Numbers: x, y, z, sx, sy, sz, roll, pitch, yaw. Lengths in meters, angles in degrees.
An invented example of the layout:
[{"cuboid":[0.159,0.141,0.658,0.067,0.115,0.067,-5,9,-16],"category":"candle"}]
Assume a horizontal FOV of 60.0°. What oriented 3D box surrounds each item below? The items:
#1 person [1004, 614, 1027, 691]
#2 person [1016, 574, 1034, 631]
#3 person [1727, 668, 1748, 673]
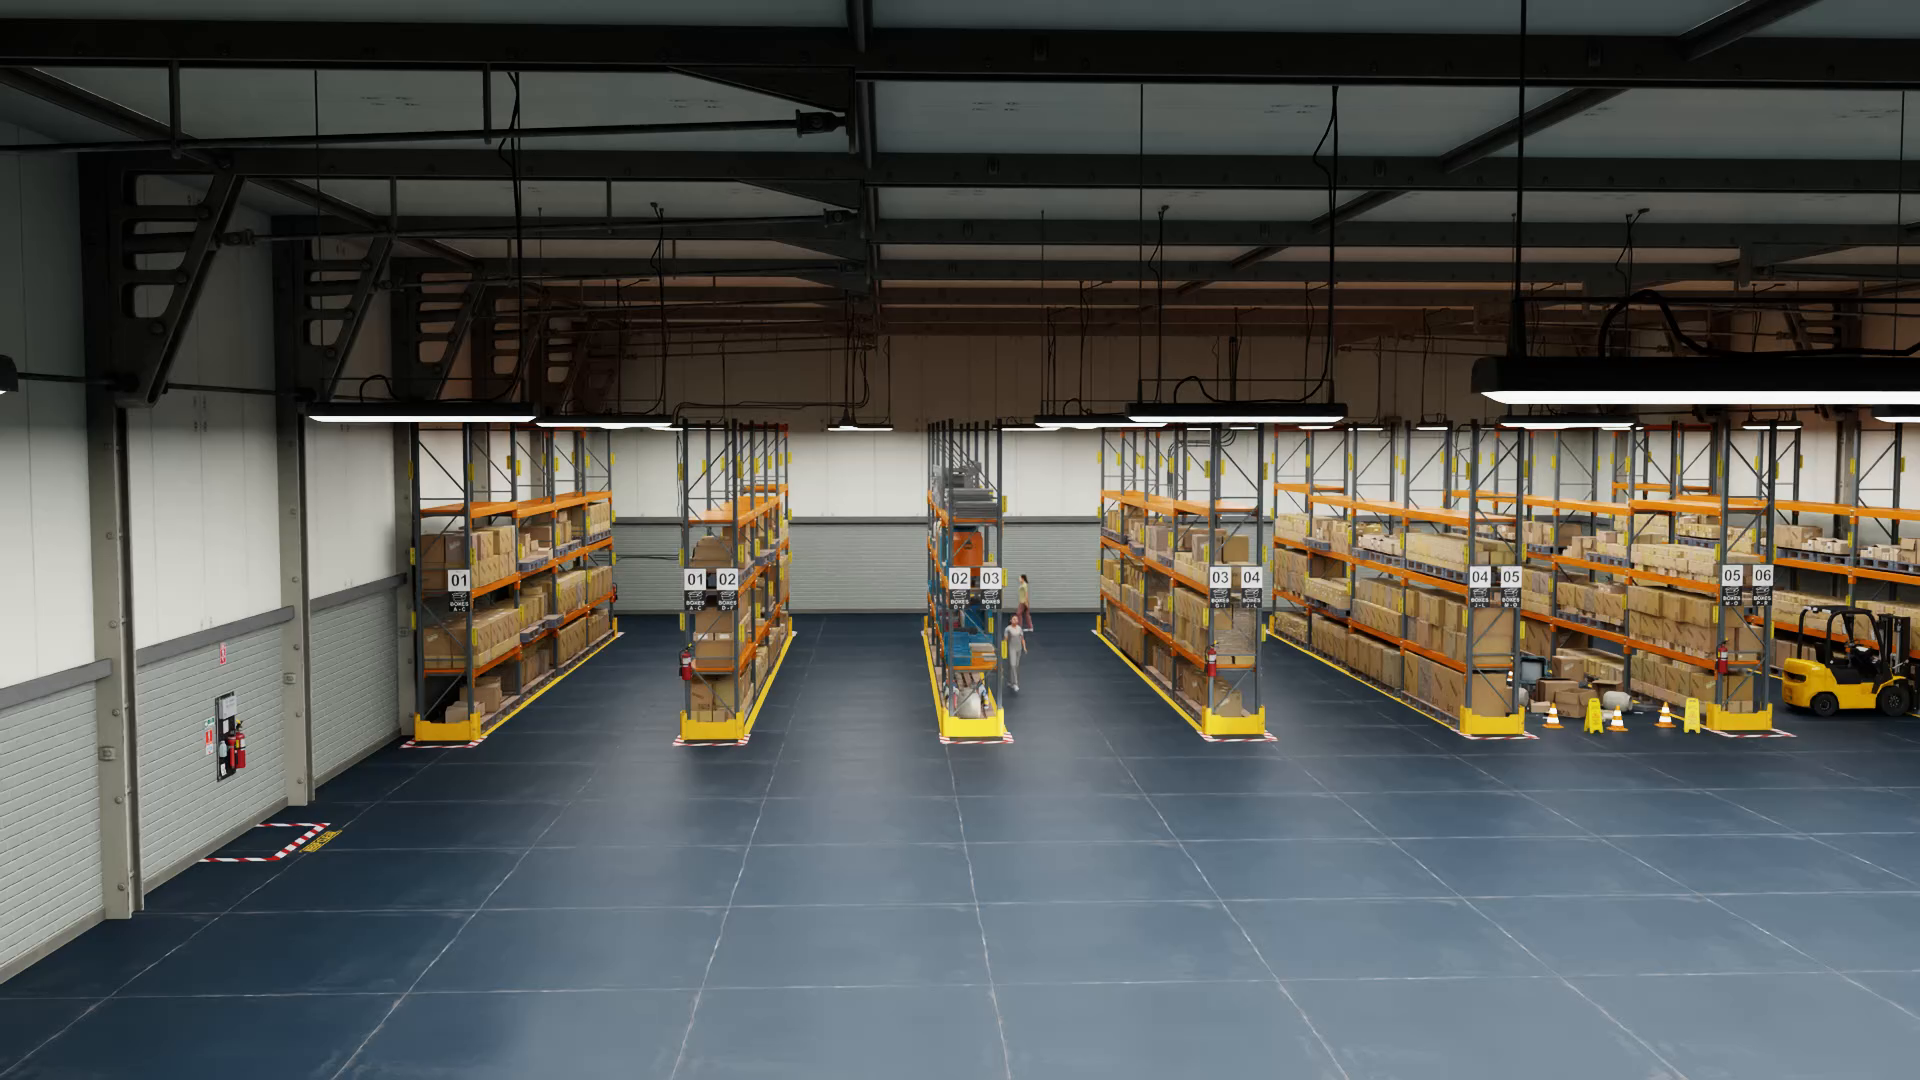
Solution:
[{"cuboid":[1.256,2.497,37.295,0.485,1.661,0.767,-2,4,-34],"category":"person"},{"cuboid":[1.796,1.827,47.935,0.660,1.680,0.485,0,4,5],"category":"person"},{"cuboid":[16.923,2.577,36.186,0.650,1.671,0.788,0,4,-2],"category":"person"}]
